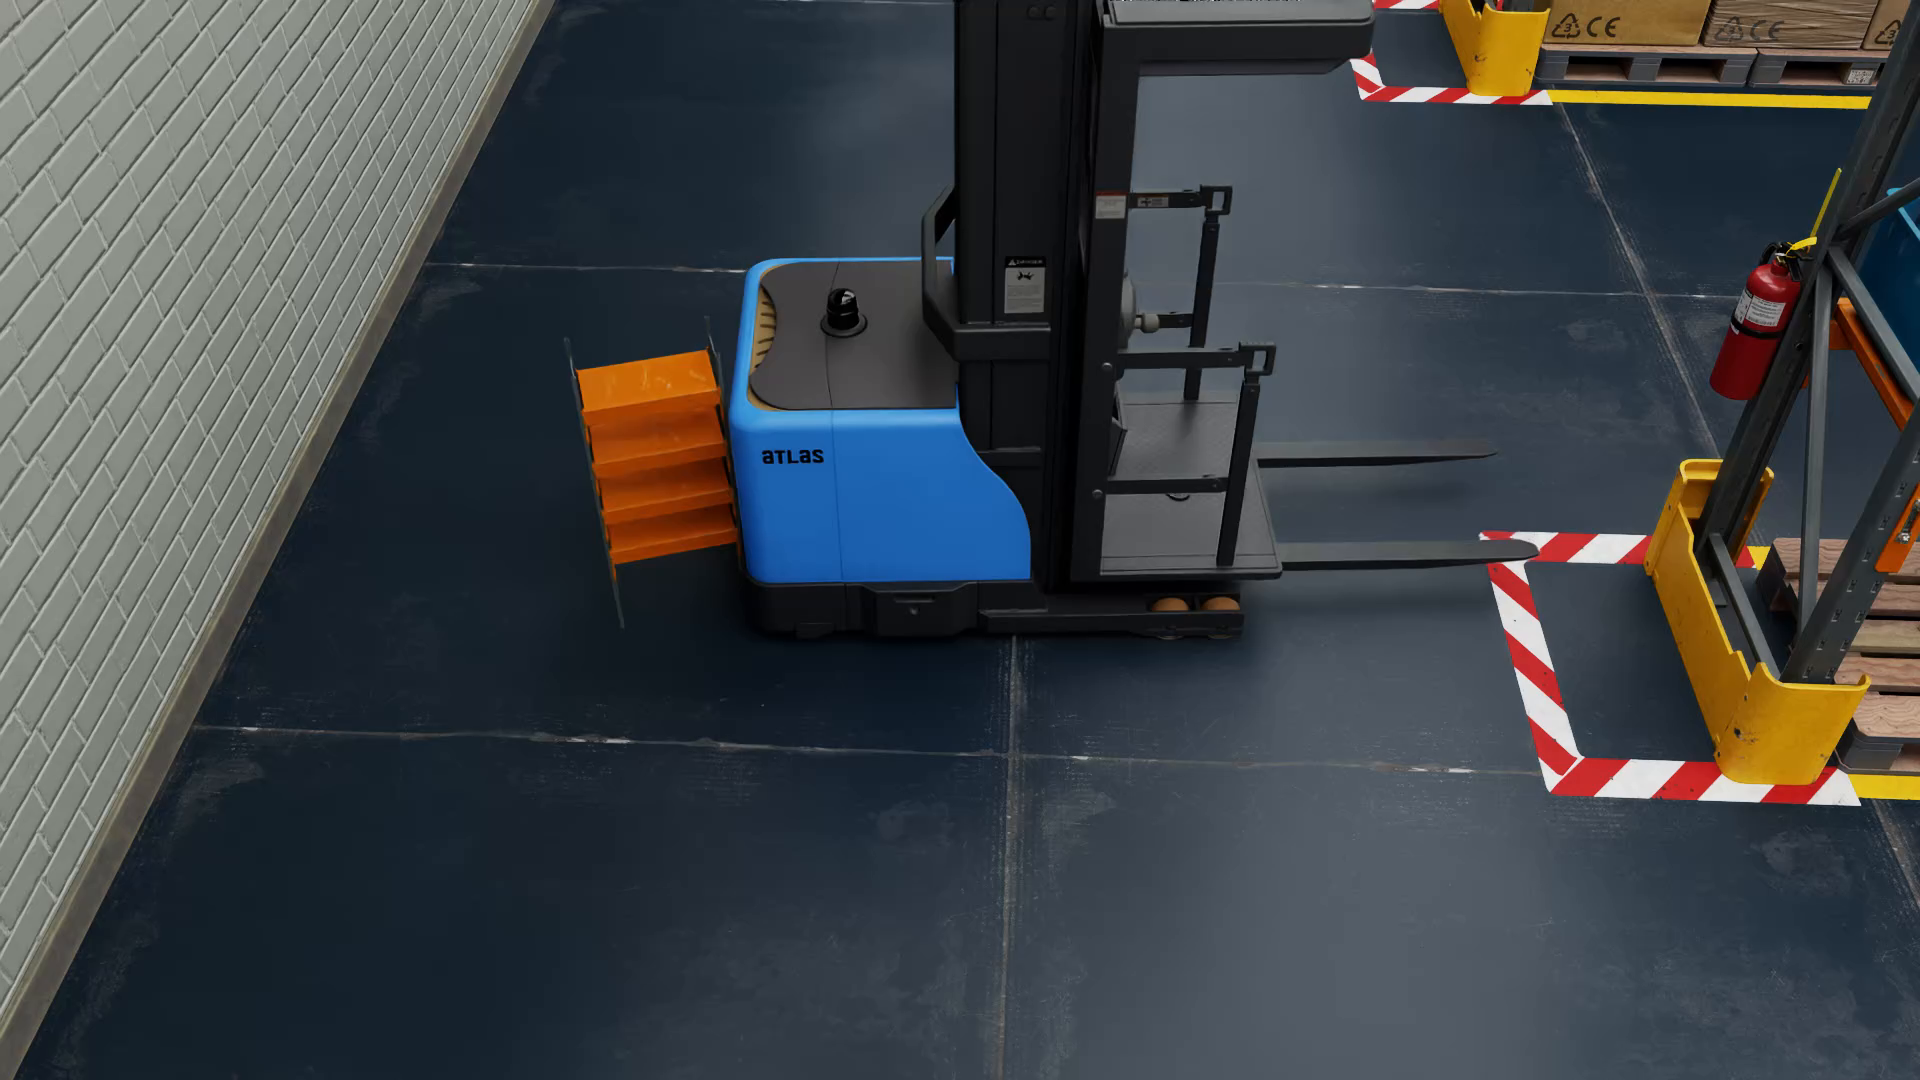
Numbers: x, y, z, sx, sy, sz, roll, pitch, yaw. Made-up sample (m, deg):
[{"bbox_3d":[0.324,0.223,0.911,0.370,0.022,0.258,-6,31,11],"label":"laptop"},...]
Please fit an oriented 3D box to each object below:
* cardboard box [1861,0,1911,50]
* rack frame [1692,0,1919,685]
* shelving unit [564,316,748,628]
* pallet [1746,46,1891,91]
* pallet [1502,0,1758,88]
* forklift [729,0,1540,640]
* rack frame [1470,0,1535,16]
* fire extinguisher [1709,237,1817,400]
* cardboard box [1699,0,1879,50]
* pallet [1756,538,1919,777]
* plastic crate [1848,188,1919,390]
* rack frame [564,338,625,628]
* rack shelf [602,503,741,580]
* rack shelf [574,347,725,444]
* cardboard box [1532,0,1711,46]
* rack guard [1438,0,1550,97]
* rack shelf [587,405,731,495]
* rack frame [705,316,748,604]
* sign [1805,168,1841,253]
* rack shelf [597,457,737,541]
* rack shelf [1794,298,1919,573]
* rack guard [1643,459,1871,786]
[{"bbox_3d":[5.568,-3.375,9.423,0.875,0.875,0.875,2,43,2],"label":"cardboard box"},{"bbox_3d":[2.904,-0.647,5.244,0.127,3.000,1.000,2,43,2],"label":"rack frame"},{"bbox_3d":[-1.092,-0.224,6.110,0.503,1.200,0.258,-11,44,-11],"label":"shelving unit"},{"bbox_3d":[5.144,-2.988,9.803,1.213,0.211,1.003,2,43,2],"label":"pallet"},{"bbox_3d":[3.929,-3.028,9.845,1.213,0.211,1.003,2,43,2],"label":"pallet"},{"bbox_3d":[0.699,-1.055,5.732,3.031,2.935,1.130,-1,43,-1],"label":"forklift"},{"bbox_3d":[3.127,-4.019,8.864,0.127,3.000,1.000,2,43,2],"label":"rack frame"},{"bbox_3d":[2.773,-0.796,5.734,0.183,0.674,0.296,2,43,2],"label":"fire extinguisher"},{"bbox_3d":[4.679,-3.402,9.452,0.875,0.875,0.875,2,43,2],"label":"cardboard box"},{"bbox_3d":[3.726,0.425,6.138,1.213,0.211,1.003,2,43,2],"label":"pallet"},{"bbox_3d":[3.246,-0.798,5.337,0.499,0.435,0.616,2,43,2],"label":"plastic crate"},{"bbox_3d":[-1.327,-0.179,6.062,0.015,1.200,0.240,-11,44,-11],"label":"rack frame"},{"bbox_3d":[-1.092,-0.029,6.291,0.480,0.148,0.258,-11,44,-11],"label":"rack shelf"},{"bbox_3d":[-1.092,-0.511,5.842,0.480,0.148,0.258,-11,44,-11],"label":"rack shelf"},{"bbox_3d":[3.770,-3.430,9.482,0.875,0.875,0.875,2,43,2],"label":"cardboard box"},{"bbox_3d":[3.103,-3.105,9.717,0.348,0.500,1.175,2,43,2],"label":"rack guard"},{"bbox_3d":[-1.092,-0.338,6.003,0.480,0.148,0.258,-11,44,-11],"label":"rack shelf"},{"bbox_3d":[-0.857,-0.269,6.158,0.015,1.200,0.240,-11,44,-11],"label":"rack frame"},{"bbox_3d":[2.912,-1.081,5.591,0.005,0.325,0.100,2,43,2],"label":"sign"},{"bbox_3d":[-1.092,-0.175,6.156,0.480,0.148,0.258,-11,44,-11],"label":"rack shelf"},{"bbox_3d":[4.902,-0.322,5.423,4.000,0.370,1.077,2,43,2],"label":"rack shelf"},{"bbox_3d":[2.879,0.276,6.087,0.348,0.500,1.175,2,43,2],"label":"rack guard"}]
